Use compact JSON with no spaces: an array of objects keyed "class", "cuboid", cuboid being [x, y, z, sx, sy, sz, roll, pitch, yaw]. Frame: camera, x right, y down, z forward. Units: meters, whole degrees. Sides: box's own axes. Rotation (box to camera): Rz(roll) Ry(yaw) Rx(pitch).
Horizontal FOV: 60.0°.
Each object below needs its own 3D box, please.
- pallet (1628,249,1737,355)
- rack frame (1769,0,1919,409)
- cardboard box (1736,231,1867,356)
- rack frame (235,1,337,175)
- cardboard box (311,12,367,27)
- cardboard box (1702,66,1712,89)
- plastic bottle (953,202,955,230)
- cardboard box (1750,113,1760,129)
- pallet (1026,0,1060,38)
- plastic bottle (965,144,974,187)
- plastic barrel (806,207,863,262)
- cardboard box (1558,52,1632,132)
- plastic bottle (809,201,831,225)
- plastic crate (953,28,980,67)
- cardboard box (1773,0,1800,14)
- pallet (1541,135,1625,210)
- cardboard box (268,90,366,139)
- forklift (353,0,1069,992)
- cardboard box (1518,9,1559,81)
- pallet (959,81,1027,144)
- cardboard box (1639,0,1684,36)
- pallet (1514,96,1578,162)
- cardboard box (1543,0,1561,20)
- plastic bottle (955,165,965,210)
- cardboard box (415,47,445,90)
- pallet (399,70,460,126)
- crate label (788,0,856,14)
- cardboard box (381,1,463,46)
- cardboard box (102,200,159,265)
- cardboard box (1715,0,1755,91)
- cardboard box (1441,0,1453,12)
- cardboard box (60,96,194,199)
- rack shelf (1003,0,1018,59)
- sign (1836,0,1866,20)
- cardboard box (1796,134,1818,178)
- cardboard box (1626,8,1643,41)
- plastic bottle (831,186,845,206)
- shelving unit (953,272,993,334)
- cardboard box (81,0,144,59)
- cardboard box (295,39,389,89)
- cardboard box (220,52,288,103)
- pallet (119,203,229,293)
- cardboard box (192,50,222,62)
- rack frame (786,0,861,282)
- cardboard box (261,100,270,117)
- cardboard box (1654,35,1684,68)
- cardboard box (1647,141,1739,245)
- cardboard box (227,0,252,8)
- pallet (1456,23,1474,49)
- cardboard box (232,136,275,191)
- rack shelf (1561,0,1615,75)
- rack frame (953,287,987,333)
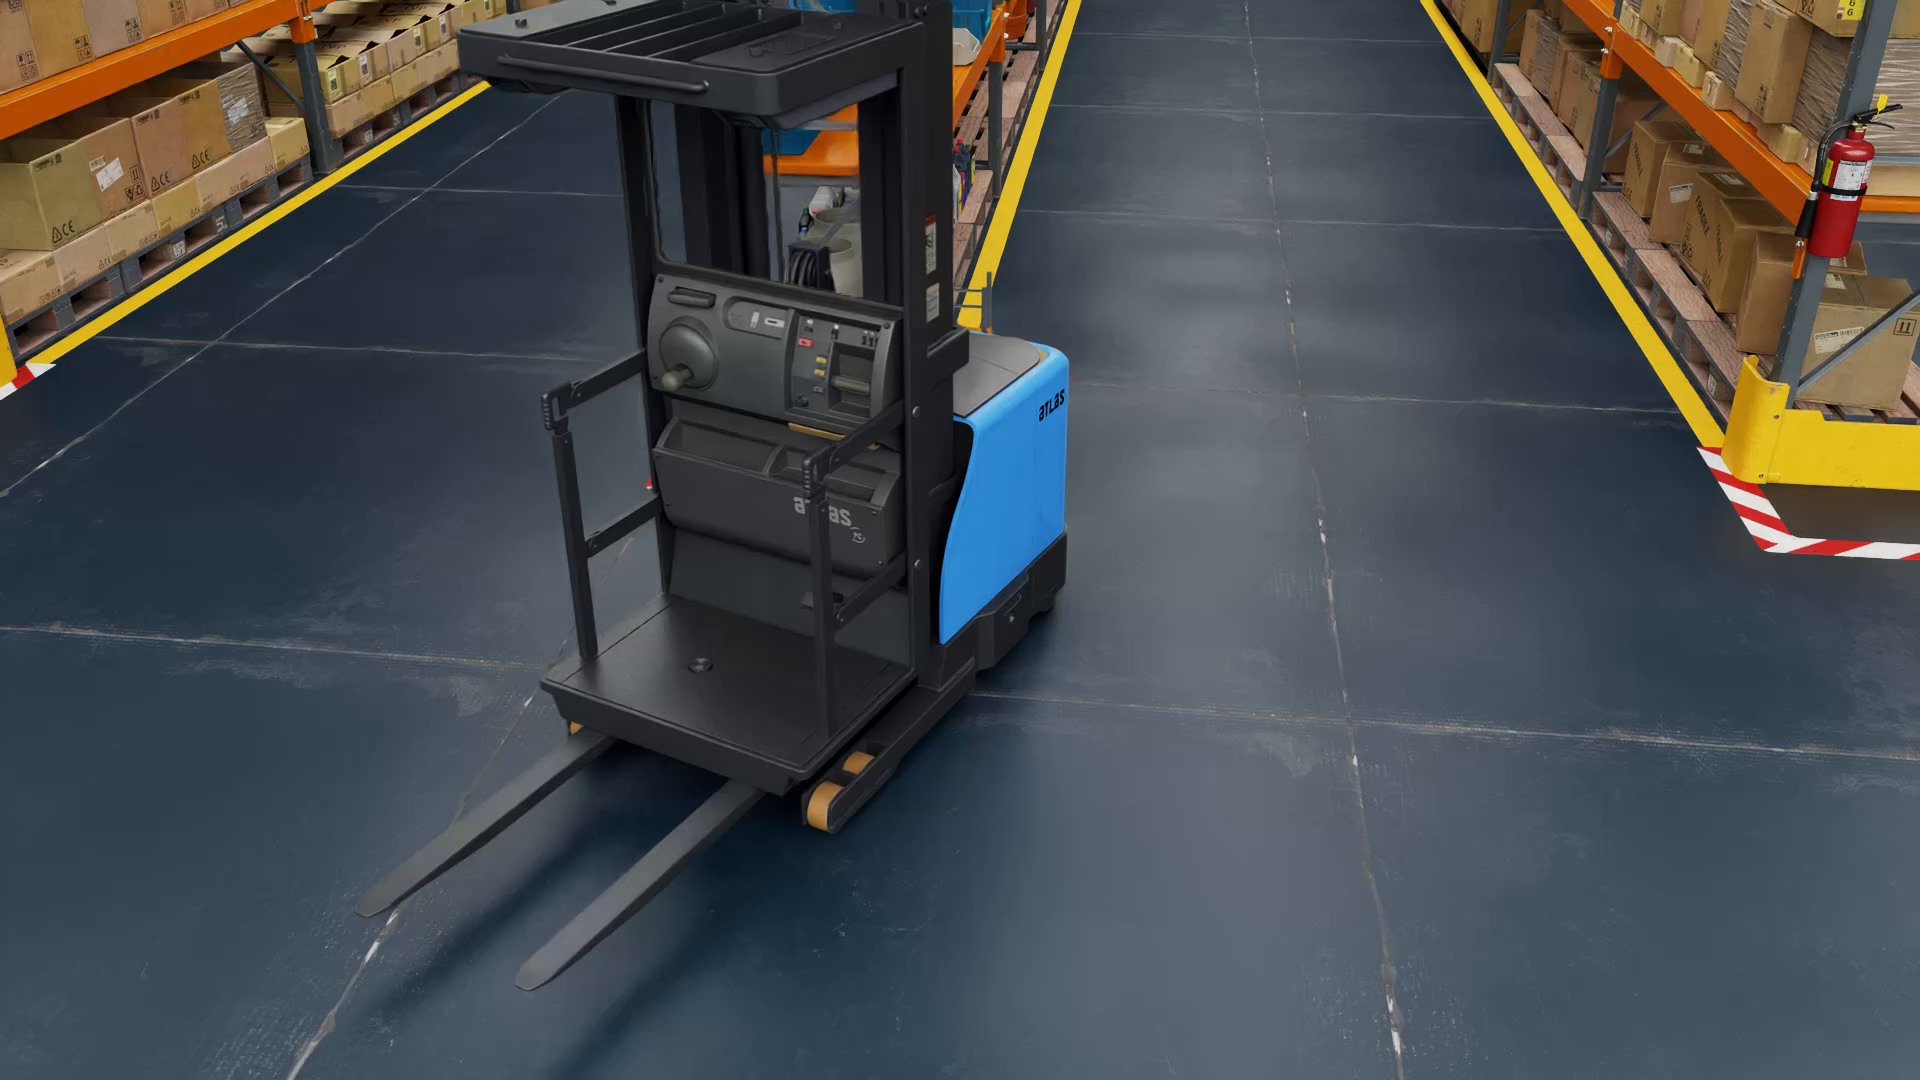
[{"class":"pallet","cuboid":[4.511,-1.362,9.556,1.003,0.211,1.213,3,28,6]},{"class":"rack frame","cuboid":[4.215,-1.601,7.059,1.000,3.000,0.127,3,28,6]},{"class":"cardboard box","cuboid":[4.348,-1.262,8.622,0.500,0.500,0.500,11,30,19]},{"class":"rack frame","cuboid":[-5.126,-4.061,11.626,1.000,3.000,0.127,3,28,6]},{"class":"cardboard box","cuboid":[-5.175,-4.206,13.760,0.500,0.311,0.500,3,28,6]},{"class":"cardboard box","cuboid":[4.224,-2.462,8.923,0.380,0.149,0.250,3,28,6]},{"class":"plastic bottle","cuboid":[-0.077,-2.038,10.356,0.097,0.201,0.097,0,28,0]},{"class":"cardboard box","cuboid":[4.174,-2.107,8.263,0.380,0.149,0.250,3,28,6]},{"class":"pallet","cuboid":[0.487,-5.373,17.001,1.003,0.211,1.213,3,28,6]},{"class":"plastic bottle","cuboid":[0.058,-2.524,11.172,0.061,0.283,0.133,5,29,9]},{"class":"plastic barrel","cuboid":[-0.634,-1.529,9.105,0.421,0.512,0.421,0,28,0]},{"class":"cardboard box","cuboid":[4.947,-3.352,12.480,0.700,0.500,0.500,1,28,2]},{"class":"plastic bottle","cuboid":[-0.852,-1.890,10.004,0.152,0.276,0.135,4,29,7]},{"class":"plastic crate","cuboid":[-0.158,-2.876,9.705,0.530,0.136,0.437,3,28,6]},{"class":"cardboard box","cuboid":[4.093,-2.725,7.672,0.500,0.500,0.500,3,28,6]},{"class":"pallet","cuboid":[4.799,-2.623,11.896,1.003,0.211,1.213,3,28,6]},{"class":"cardboard box","cuboid":[-4.831,-3.211,12.504,0.500,0.250,0.500,3,28,5]},{"class":"forklift","cuboid":[-0.725,-0.575,5.227,1.130,2.935,3.031,15,32,25]},{"class":"cardboard box","cuboid":[5.133,-4.143,13.950,0.700,0.500,0.500,2,28,4]},{"class":"pallet","cuboid":[-0.006,-3.492,13.509,1.003,0.211,1.213,3,28,6]},{"class":"cardboard box","cuboid":[4.493,-3.217,9.640,0.875,0.500,0.500,3,28,6]},{"class":"pallet","cuboid":[4.946,-3.199,12.965,1.003,0.211,1.213,3,28,6]},{"class":"cardboard box","cuboid":[5.143,-4.473,13.771,0.500,0.250,0.500,4,29,8]},{"class":"plastic bottle","cuboid":[-0.005,-2.280,10.720,0.061,0.283,0.133,5,29,10]},{"class":"cardboard box","cuboid":[-4.643,-3.935,13.848,0.500,0.250,0.500,4,29,7]},{"class":"pallet","cuboid":[-4.927,-3.759,14.004,1.003,0.211,1.213,3,28,6]},{"class":"crate label","cuboid":[-0.743,-2.786,9.222,0.502,0.435,0.616,3,28,6]},{"class":"cardboard box","cuboid":[-4.577,-4.422,14.161,0.500,0.311,0.500,3,28,6]},{"class":"cardboard box","cuboid":[-5.210,-1.863,10.002,0.500,0.250,0.500,3,28,6]},{"class":"cardboard box","cuboid":[4.356,-2.508,8.324,0.875,0.500,0.500,3,28,6]},{"class":"cardboard box","cuboid":[5.518,-5.776,16.606,1.225,0.875,0.875,2,28,4]},{"class":"cardboard box","cuboid":[-5.143,-2.428,10.260,0.500,0.500,0.500,3,28,6]},{"class":"rack shelf","cuboid":[0.035,-4.396,13.006,1.077,0.370,4.000,3,28,6]},{"class":"sign","cuboid":[3.667,-2.291,6.787,0.100,0.325,0.005,3,28,6]},{"class":"cardboard box","cuboid":[4.077,-1.754,7.608,0.380,0.149,0.250,3,28,6]},{"class":"cardboard box","cuboid":[4.337,-3.173,10.241,0.380,0.149,0.250,3,28,6]},{"class":"plastic bottle","cuboid":[-0.796,-2.154,10.415,0.144,0.351,0.185,3,28,6]},{"class":"shelving unit","cuboid":[-0.002,-0.521,6.953,0.258,1.200,0.189,3,29,6]},{"class":"cardboard box","cuboid":[-5.359,-3.170,9.867,0.700,0.500,0.500,4,29,8]},{"class":"cardboard box","cuboid":[-4.761,-3.698,12.816,0.500,0.311,0.500,3,28,6]},{"class":"cardboard box","cuboid":[-5.361,-3.490,12.430,0.500,0.311,0.500,3,28,6]},{"class":"pallet","cuboid":[-5.412,-1.886,10.528,1.003,0.211,1.213,3,28,6]},{"class":"cardboard box","cuboid":[-5.493,-3.166,11.629,0.500,0.500,0.500,3,28,6]},{"class":"rack frame","cuboid":[-0.700,-1.889,7.593,1.000,3.000,0.127,3,28,6]},{"class":"cardboard box","cuboid":[-5.363,-3.248,12.572,0.500,0.250,0.500,3,28,6]},{"class":"cardboard box","cuboid":[4.241,-2.820,9.586,0.380,0.149,0.250,3,28,6]},{"class":"cardboard box","cuboid":[4.554,-2.112,10.201,0.500,0.500,0.500,13,31,22]},{"class":"cardboard box","cuboid":[-5.174,-3.896,11.214,0.700,0.500,0.500,3,28,5]},{"class":"pallet","cuboid":[5.519,-5.078,16.454,1.003,0.211,1.213,3,28,6]},{"class":"cardboard box","cuboid":[-5.037,-2.570,11.314,0.500,0.250,0.500,3,28,6]},{"class":"rack shelf","cuboid":[4.950,-4.109,12.472,1.077,0.370,4.000,3,28,6]},{"class":"rack frame","cuboid":[-0.013,-0.478,6.873,0.240,1.200,0.006,3,29,6]}]
